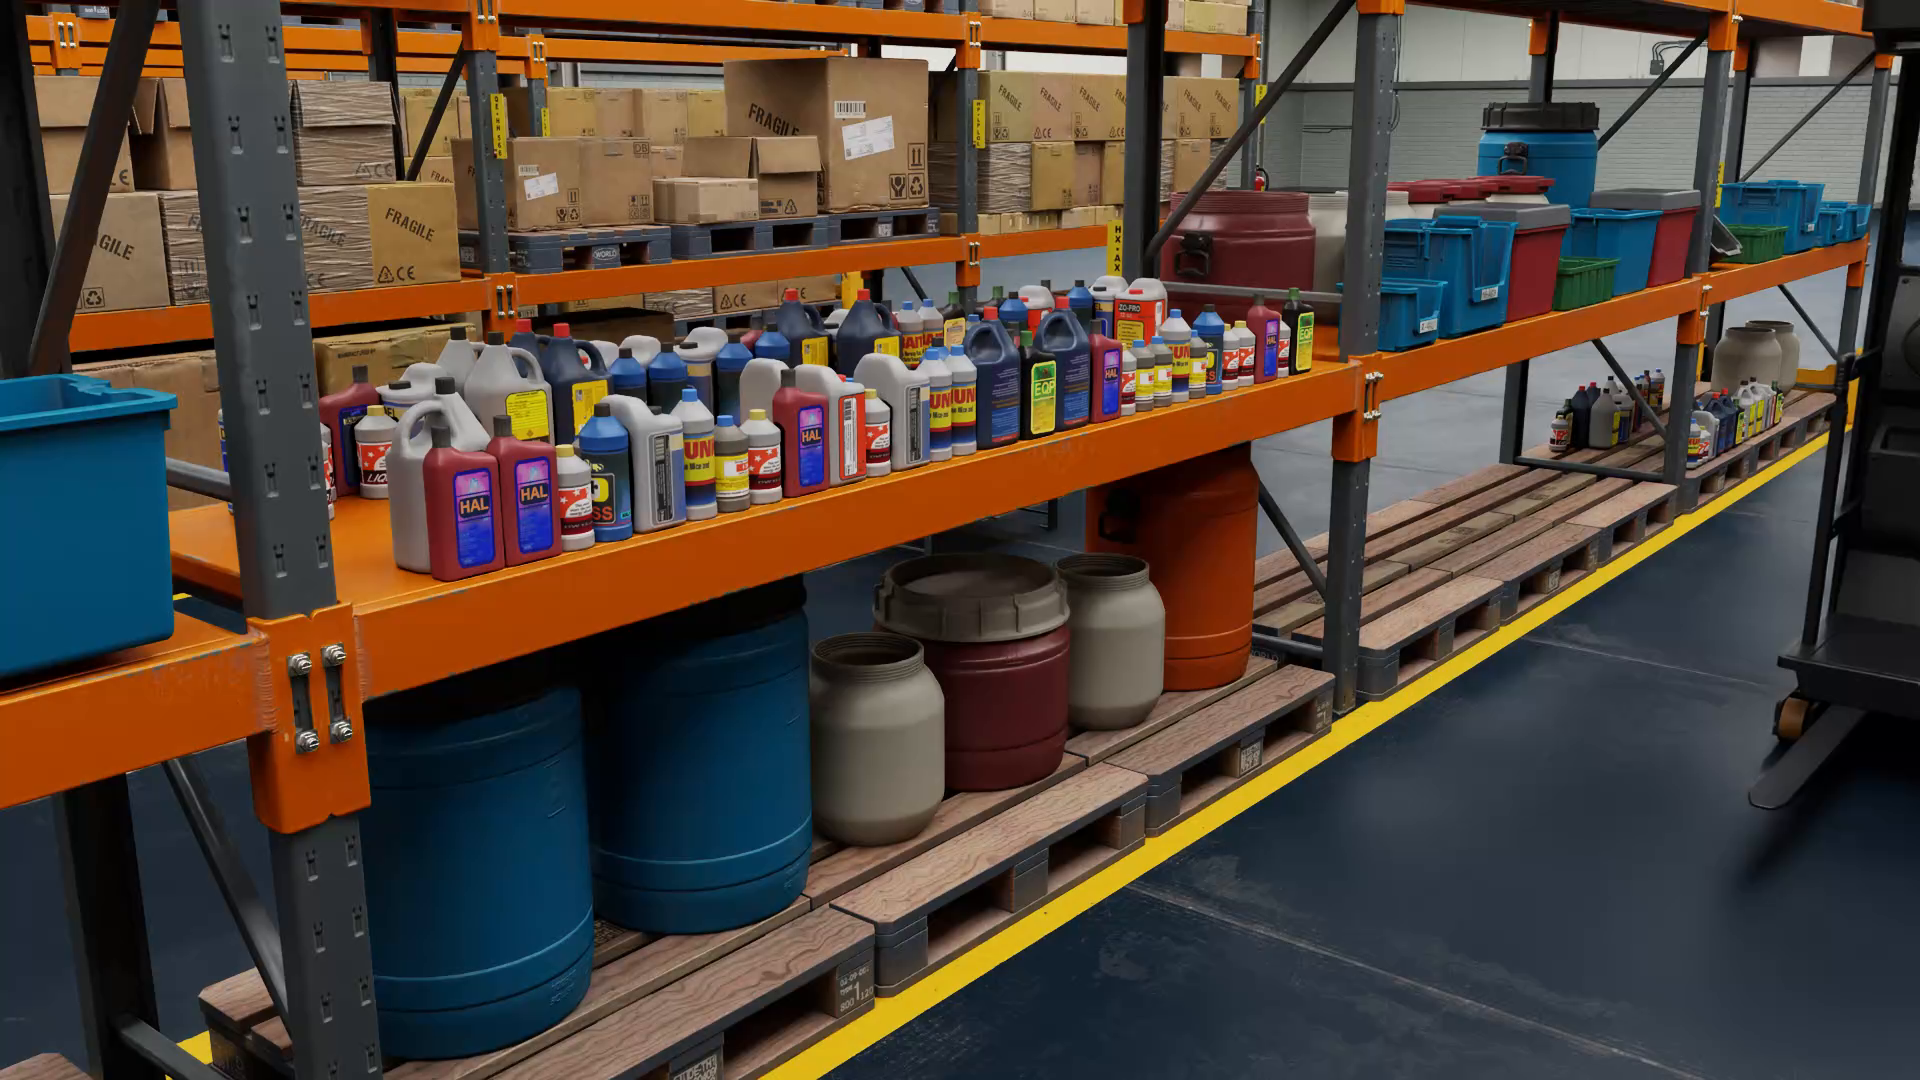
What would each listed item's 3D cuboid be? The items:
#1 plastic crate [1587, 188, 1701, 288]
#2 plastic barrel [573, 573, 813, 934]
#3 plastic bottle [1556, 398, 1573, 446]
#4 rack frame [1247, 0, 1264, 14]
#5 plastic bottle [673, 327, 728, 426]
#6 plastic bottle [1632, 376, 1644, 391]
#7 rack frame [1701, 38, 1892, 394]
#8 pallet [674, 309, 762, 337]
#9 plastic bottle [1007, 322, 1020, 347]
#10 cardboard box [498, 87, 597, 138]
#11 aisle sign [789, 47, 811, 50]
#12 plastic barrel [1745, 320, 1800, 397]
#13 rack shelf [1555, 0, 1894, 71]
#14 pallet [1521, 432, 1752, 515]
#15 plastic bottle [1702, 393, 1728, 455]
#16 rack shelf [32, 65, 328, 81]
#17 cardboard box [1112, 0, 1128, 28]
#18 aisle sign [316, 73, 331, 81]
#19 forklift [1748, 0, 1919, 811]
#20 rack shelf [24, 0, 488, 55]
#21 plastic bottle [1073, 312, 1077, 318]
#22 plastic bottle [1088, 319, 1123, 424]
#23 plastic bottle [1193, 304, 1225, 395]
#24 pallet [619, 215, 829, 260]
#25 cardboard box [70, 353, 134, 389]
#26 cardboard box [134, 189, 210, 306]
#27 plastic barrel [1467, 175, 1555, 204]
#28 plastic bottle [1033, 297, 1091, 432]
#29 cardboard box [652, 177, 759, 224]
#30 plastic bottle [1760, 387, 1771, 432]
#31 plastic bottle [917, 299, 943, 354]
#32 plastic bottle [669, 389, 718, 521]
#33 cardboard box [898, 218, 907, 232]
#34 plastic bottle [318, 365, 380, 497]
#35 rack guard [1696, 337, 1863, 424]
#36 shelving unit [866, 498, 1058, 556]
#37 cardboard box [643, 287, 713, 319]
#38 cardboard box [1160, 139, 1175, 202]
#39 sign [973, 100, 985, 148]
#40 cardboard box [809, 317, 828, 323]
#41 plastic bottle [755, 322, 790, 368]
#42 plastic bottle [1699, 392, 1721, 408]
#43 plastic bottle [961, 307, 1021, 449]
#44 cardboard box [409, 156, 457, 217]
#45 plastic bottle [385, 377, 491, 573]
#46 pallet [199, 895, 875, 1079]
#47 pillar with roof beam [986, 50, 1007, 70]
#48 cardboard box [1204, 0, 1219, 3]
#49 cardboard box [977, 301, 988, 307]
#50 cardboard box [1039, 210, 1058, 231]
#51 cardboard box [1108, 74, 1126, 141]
[{"bbox_3d":[3.485,-1.550,8.502,0.402,0.464,0.583,11,18,38],"label":"plastic crate"},{"bbox_3d":[-0.677,0.449,4.171,0.600,0.901,0.708,11,18,38],"label":"plastic barrel"},{"bbox_3d":[3.597,-0.699,9.906,0.061,0.283,0.133,12,19,40],"label":"plastic bottle"},{"bbox_3d":[2.213,-6.099,14.356,1.000,3.000,0.127,11,18,38],"label":"rack frame"},{"bbox_3d":[-0.704,-0.429,4.472,0.152,0.276,0.135,11,18,38],"label":"plastic bottle"},{"bbox_3d":[4.405,-0.932,10.848,0.097,0.271,0.097,0,14,0],"label":"plastic bottle"},{"bbox_3d":[6.065,-2.425,12.077,1.000,3.000,0.127,11,18,38],"label":"rack frame"},{"bbox_3d":[-2.791,-2.229,16.969,1.003,0.211,1.213,11,18,38],"label":"pallet"},{"bbox_3d":[0.168,-0.461,4.583,0.061,0.283,0.133,11,18,38],"label":"plastic bottle"},{"bbox_3d":[-3.837,-3.874,15.282,0.875,0.550,0.550,11,18,38],"label":"cardboard box"},{"bbox_3d":[-1.771,-5.299,18.108,0.394,0.787,0.004,11,18,38],"label":"aisle sign"},{"bbox_3d":[5.711,-1.285,11.789,0.421,0.512,0.421,0,14,0],"label":"plastic barrel"},{"bbox_3d":[4.808,-3.147,10.289,1.077,0.370,4.000,11,18,38],"label":"rack shelf"},{"bbox_3d":[4.005,-0.430,9.886,1.003,0.211,1.213,11,18,38],"label":"pallet"},{"bbox_3d":[4.381,-0.679,9.689,0.144,0.351,0.185,12,18,39],"label":"plastic bottle"},{"bbox_3d":[-10.616,-6.215,22.364,1.077,0.370,4.000,11,18,38],"label":"rack shelf"},{"bbox_3d":[1.155,-4.151,13.084,0.500,0.250,0.500,11,18,37],"label":"cardboard box"},{"bbox_3d":[-9.089,-6.720,23.703,0.394,0.787,0.004,11,18,38],"label":"aisle sign"},{"bbox_3d":[3.483,-0.685,5.367,1.130,2.935,3.031,12,18,38],"label":"forklift"},{"bbox_3d":[-4.073,-2.382,7.275,1.077,0.370,4.000,11,18,38],"label":"rack shelf"},{"bbox_3d":[0.358,-0.727,5.797,0.097,0.201,0.097,0,14,0],"label":"plastic bottle"},{"bbox_3d":[0.396,-0.474,4.634,0.061,0.283,0.133,11,18,38],"label":"plastic bottle"},{"bbox_3d":[0.760,-0.586,5.101,0.097,0.271,0.097,0,14,0],"label":"plastic bottle"},{"bbox_3d":[-1.603,-1.952,10.604,1.003,0.211,1.213,11,18,38],"label":"pallet"},{"bbox_3d":[-4.382,-0.364,7.427,1.225,0.875,0.875,10,18,36],"label":"cardboard box"},{"bbox_3d":[-3.575,-1.381,7.762,0.500,0.500,0.500,11,18,36],"label":"cardboard box"},{"bbox_3d":[2.779,-1.576,8.457,0.433,0.535,0.433,0,14,0],"label":"plastic barrel"},{"bbox_3d":[0.264,-0.483,4.531,0.144,0.351,0.185,11,18,38],"label":"plastic bottle"},{"bbox_3d":[-1.583,-2.076,10.154,0.500,0.250,0.500,11,18,36],"label":"cardboard box"},{"bbox_3d":[4.985,-0.828,10.429,0.152,0.276,0.135,11,18,36],"label":"plastic bottle"},{"bbox_3d":[-0.100,-0.622,5.239,0.097,0.271,0.097,0,14,0],"label":"plastic bottle"},{"bbox_3d":[-0.566,-0.182,3.510,0.097,0.271,0.097,0,14,0],"label":"plastic bottle"},{"bbox_3d":[-0.395,-2.390,12.451,0.380,0.149,0.250,11,18,38],"label":"cardboard box"},{"bbox_3d":[-1.371,-0.247,3.741,0.061,0.283,0.133,11,18,38],"label":"plastic bottle"},{"bbox_3d":[6.054,-1.192,12.299,1.175,0.500,0.348,11,18,38],"label":"rack guard"},{"bbox_3d":[-0.004,-0.544,8.479,0.538,1.125,1.048,11,18,38],"label":"shelving unit"},{"bbox_3d":[-3.083,-2.669,16.500,0.875,0.875,0.875,11,18,38],"label":"cardboard box"},{"bbox_3d":[1.277,-3.080,13.847,0.875,0.500,0.500,11,18,38],"label":"cardboard box"},{"bbox_3d":[0.132,-2.902,11.601,0.100,0.325,0.005,11,18,38],"label":"sign"},{"bbox_3d":[-0.704,-1.313,11.883,0.700,0.500,0.500,10,17,33],"label":"cardboard box"},{"bbox_3d":[-0.521,-0.469,4.640,0.097,0.271,0.097,0,14,0],"label":"plastic bottle"},{"bbox_3d":[4.636,-0.778,10.233,0.152,0.276,0.135,11,18,38],"label":"plastic bottle"},{"bbox_3d":[0.064,-0.422,4.291,0.144,0.351,0.185,11,18,38],"label":"plastic bottle"},{"bbox_3d":[-4.533,-3.023,14.227,0.500,0.500,0.500,11,18,37],"label":"cardboard box"},{"bbox_3d":[-0.978,-0.128,3.135,0.144,0.351,0.185,11,18,38],"label":"plastic bottle"},{"bbox_3d":[-0.960,1.083,3.931,1.003,0.211,1.213,11,18,38],"label":"pallet"},{"bbox_3d":[4.164,-11.187,34.384,9.100,9.000,0.400,11,18,38],"label":"pillar with roof beam"},{"bbox_3d":[1.939,-4.563,13.897,0.380,0.149,0.250,10,18,35],"label":"cardboard box"},{"bbox_3d":[0.335,-1.599,13.049,0.500,0.500,0.500,-9,17,-32],"label":"cardboard box"},{"bbox_3d":[0.520,-2.446,12.669,0.380,0.149,0.250,11,18,38],"label":"cardboard box"},{"bbox_3d":[1.112,-3.439,13.229,0.500,0.500,0.500,11,18,38],"label":"cardboard box"}]
